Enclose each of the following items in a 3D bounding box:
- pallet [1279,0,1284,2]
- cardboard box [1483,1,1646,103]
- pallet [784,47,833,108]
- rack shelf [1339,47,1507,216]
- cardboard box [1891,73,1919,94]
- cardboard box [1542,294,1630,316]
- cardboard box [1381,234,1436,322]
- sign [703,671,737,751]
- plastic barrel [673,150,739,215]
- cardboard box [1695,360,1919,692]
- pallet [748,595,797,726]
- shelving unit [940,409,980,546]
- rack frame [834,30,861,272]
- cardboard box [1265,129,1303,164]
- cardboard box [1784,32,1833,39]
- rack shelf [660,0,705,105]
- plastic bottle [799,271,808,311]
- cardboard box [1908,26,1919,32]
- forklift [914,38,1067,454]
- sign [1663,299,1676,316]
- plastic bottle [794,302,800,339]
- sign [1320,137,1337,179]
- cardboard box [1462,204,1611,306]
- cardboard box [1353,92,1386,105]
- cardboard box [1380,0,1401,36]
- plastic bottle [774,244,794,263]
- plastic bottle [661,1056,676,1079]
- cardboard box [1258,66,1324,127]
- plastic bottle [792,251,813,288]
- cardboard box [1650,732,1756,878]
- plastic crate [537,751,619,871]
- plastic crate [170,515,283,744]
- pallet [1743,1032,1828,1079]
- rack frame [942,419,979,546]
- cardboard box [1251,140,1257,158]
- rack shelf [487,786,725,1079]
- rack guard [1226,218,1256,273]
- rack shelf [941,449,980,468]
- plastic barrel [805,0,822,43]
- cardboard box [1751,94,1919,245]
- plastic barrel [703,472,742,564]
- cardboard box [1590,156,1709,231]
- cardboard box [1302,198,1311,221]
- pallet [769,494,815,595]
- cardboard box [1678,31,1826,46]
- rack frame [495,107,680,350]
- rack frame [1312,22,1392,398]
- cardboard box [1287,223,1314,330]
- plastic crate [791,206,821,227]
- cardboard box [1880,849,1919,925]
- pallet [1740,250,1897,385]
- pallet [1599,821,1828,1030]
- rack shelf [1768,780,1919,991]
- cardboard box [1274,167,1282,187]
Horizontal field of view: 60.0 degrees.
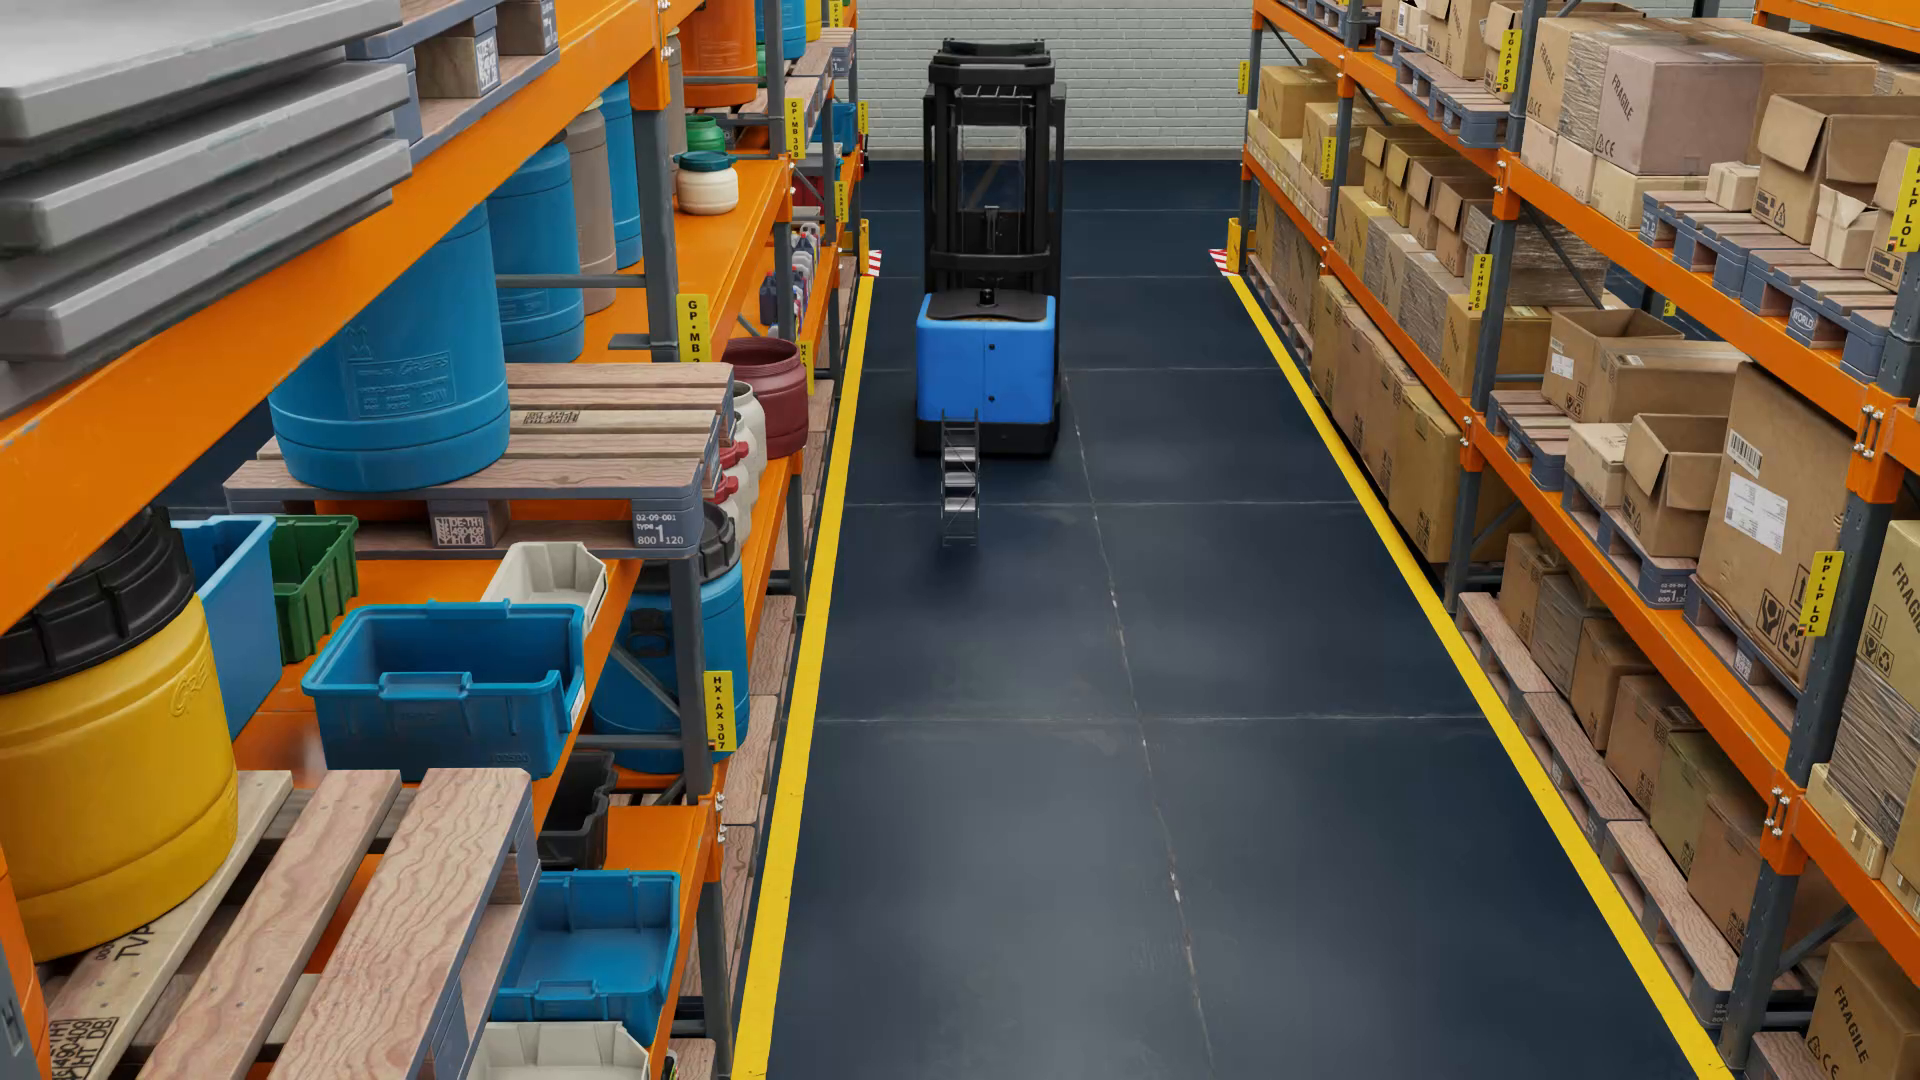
[{"bbox_3d":[3.436,-5.253,15.692,1.003,0.211,1.213,0,24,-1],"label":"pallet"},{"bbox_3d":[3.426,-2.792,9.508,0.797,0.503,0.637,1,24,3],"label":"cardboard box"},{"bbox_3d":[-1.370,-3.052,10.948,1.003,0.211,1.213,0,24,-1],"label":"pallet"},{"bbox_3d":[3.483,-2.799,11.031,1.077,0.370,4.000,0,24,-1],"label":"rack shelf"},{"bbox_3d":[8.135,-3.607,13.889,0.500,0.500,0.500,-1,24,-2],"label":"cardboard box"},{"bbox_3d":[3.772,-1.183,10.103,0.500,0.500,0.500,0,24,1],"label":"cardboard box"},{"bbox_3d":[3.239,-1.812,11.496,0.500,0.500,0.500,0,24,0],"label":"cardboard box"},{"bbox_3d":[-0.854,0.611,5.923,0.100,0.325,0.005,0,24,-1],"label":"sign"},{"bbox_3d":[-1.201,-1.694,7.883,0.301,0.262,0.301,0,24,0],"label":"plastic barrel"},{"bbox_3d":[3.680,-0.080,6.549,1.000,1.000,1.000,0,24,0],"label":"cardboard box"},{"bbox_3d":[-1.478,0.677,9.498,1.003,0.211,1.213,0,24,-1],"label":"pallet"},{"bbox_3d":[0.000,-0.413,11.072,0.258,0.900,0.210,0,24,-1],"label":"shelving unit"},{"bbox_3d":[-1.535,-4.210,16.918,1.000,3.000,0.127,0,24,-1],"label":"rack frame"},{"bbox_3d":[3.167,-3.679,15.565,0.500,0.250,0.500,-1,24,-2],"label":"cardboard box"},{"bbox_3d":[8.118,-4.663,16.225,0.500,0.500,0.500,0,24,-1],"label":"cardboard box"},{"bbox_3d":[-1.426,-2.313,6.802,1.077,0.370,4.000,0,24,-1],"label":"rack shelf"},{"bbox_3d":[-1.102,-1.743,11.605,0.061,0.283,0.133,0,24,-1],"label":"plastic bottle"},{"bbox_3d":[8.153,-4.270,13.592,0.500,0.250,0.500,0,24,-1],"label":"cardboard box"},{"bbox_3d":[0.278,-2.551,13.334,1.130,2.935,3.031,2,24,4],"label":"forklift"},{"bbox_3d":[4.047,-1.433,9.470,0.100,0.325,0.005,0,24,-1],"label":"sign"},{"bbox_3d":[-1.113,-1.463,11.001,0.097,0.271,0.097,0,24,0],"label":"plastic bottle"},{"bbox_3d":[2.906,-3.011,13.121,0.100,0.325,0.005,0,24,-1],"label":"sign"},{"bbox_3d":[3.513,-1.740,10.118,0.797,0.503,0.637,1,24,1],"label":"cardboard box"},{"bbox_3d":[3.704,-3.609,14.500,0.500,0.500,0.500,-1,24,-2],"label":"cardboard box"},{"bbox_3d":[3.478,-3.948,12.069,0.700,0.500,0.500,0,24,1],"label":"cardboard box"},{"bbox_3d":[-1.296,-2.085,12.280,0.144,0.351,0.185,0,24,-1],"label":"plastic bottle"},{"bbox_3d":[-1.069,1.969,6.019,0.061,0.283,0.133,1,24,2],"label":"plastic bottle"},{"bbox_3d":[3.158,-4.236,15.887,0.500,0.500,0.500,-1,24,-2],"label":"cardboard box"},{"bbox_3d":[-1.154,-1.986,12.151,0.152,0.276,0.135,0,24,-1],"label":"plastic bottle"},{"bbox_3d":[3.577,1.201,7.453,0.700,0.500,0.500,0,24,-1],"label":"cardboard box"},{"bbox_3d":[-1.526,0.980,5.520,0.767,0.338,0.504,0,24,-1],"label":"plastic crate"},{"bbox_3d":[-1.682,0.239,3.460,0.392,0.384,0.575,0,24,-1],"label":"plastic crate"},{"bbox_3d":[3.591,2.260,5.997,1.003,0.211,1.213,0,24,-1],"label":"pallet"},{"bbox_3d":[0.001,-0.371,10.979,0.240,0.900,0.006,0,24,-1],"label":"rack frame"},{"bbox_3d":[3.096,-3.864,16.459,0.380,0.149,0.250,-1,24,-1],"label":"cardboard box"},{"bbox_3d":[-1.382,1.887,4.311,1.077,0.370,4.000,0,24,-1],"label":"rack shelf"},{"bbox_3d":[3.417,-3.103,17.504,1.175,0.500,0.348,0,24,-1],"label":"rack guard"},{"bbox_3d":[0.000,-0.547,11.012,0.258,0.077,0.200,0,24,-1],"label":"rack shelf"},{"bbox_3d":[-1.279,-3.830,11.701,0.600,0.588,0.600,0,24,0],"label":"plastic barrel"},{"bbox_3d":[3.631,-1.475,6.596,0.797,0.503,0.637,1,24,2],"label":"cardboard box"},{"bbox_3d":[-1.203,-0.024,7.499,0.433,0.535,0.433,0,24,0],"label":"plastic barrel"},{"bbox_3d":[3.276,-1.616,7.725,0.500,0.250,0.500,0,24,1],"label":"cardboard box"},{"bbox_3d":[3.125,-2.805,14.118,0.380,0.149,0.250,-1,24,-1],"label":"cardboard box"},{"bbox_3d":[-1.498,0.033,10.922,1.003,0.211,1.213,0,24,-1],"label":"pallet"},{"bbox_3d":[3.777,-2.169,8.038,0.500,0.500,0.500,0,24,-1],"label":"cardboard box"},{"bbox_3d":[-1.404,-1.998,4.749,1.000,3.000,0.127,0,24,-1],"label":"rack frame"},{"bbox_3d":[3.461,-2.584,13.323,1.000,3.000,0.127,0,24,-1],"label":"rack frame"},{"bbox_3d":[3.524,-2.450,15.096,0.875,0.875,0.875,0,24,-1],"label":"cardboard box"},{"bbox_3d":[-1.354,-2.661,13.741,0.396,0.136,0.243,0,24,-1],"label":"plastic crate"},{"bbox_3d":[3.270,1.123,5.432,0.380,0.149,0.250,0,24,-1],"label":"cardboard box"},{"bbox_3d":[3.648,-0.823,6.018,1.213,0.211,1.003,0,24,-1],"label":"pallet"},{"bbox_3d":[3.538,1.662,7.318,1.003,0.211,1.213,0,24,-1],"label":"pallet"},{"bbox_3d":[3.570,1.865,4.360,1.077,0.370,4.000,0,24,-1],"label":"rack shelf"},{"bbox_3d":[3.110,-3.336,15.291,0.380,0.149,0.250,-1,24,-2],"label":"cardboard box"}]
